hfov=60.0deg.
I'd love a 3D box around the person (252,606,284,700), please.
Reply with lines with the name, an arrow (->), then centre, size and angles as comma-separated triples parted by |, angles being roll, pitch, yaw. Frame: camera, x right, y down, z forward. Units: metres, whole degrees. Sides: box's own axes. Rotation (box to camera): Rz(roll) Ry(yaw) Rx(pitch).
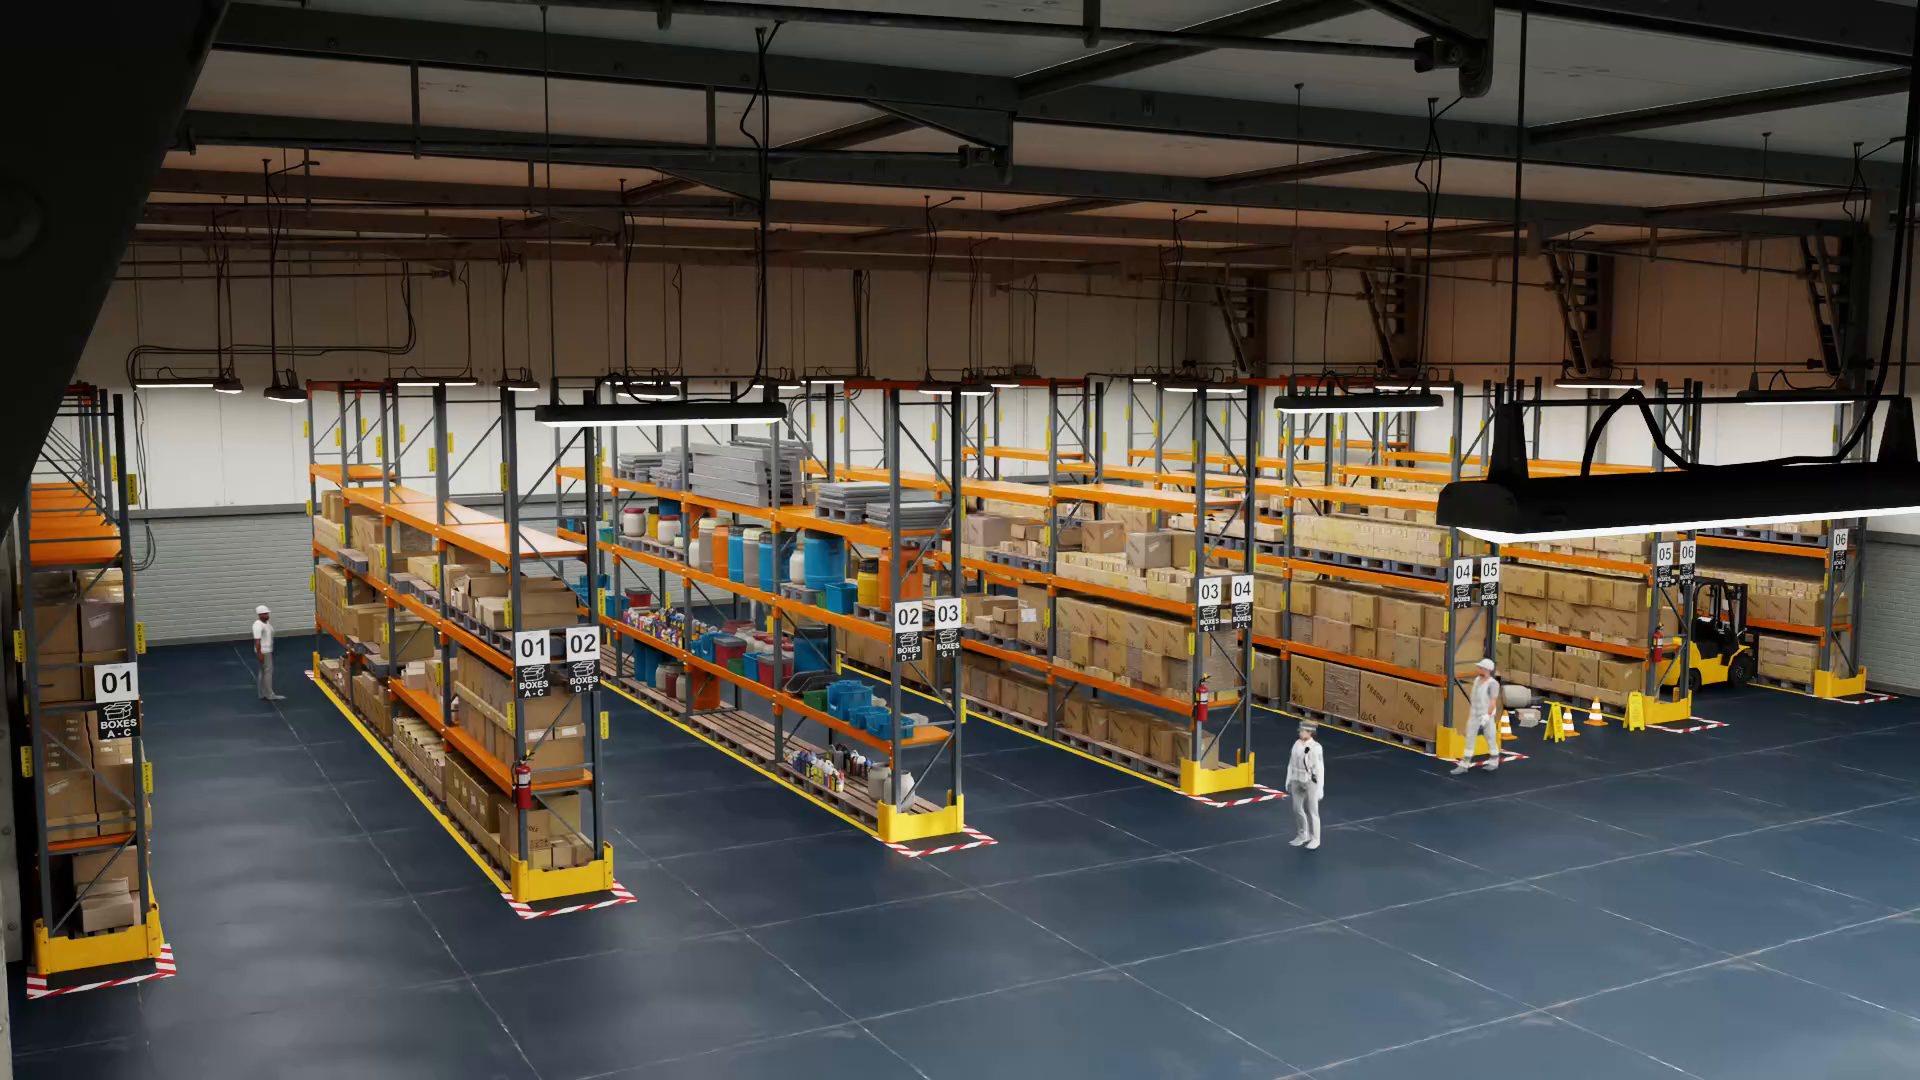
person -> -13.086, 2.114, 31.425 | 0.490, 1.768, 0.596 | -2, 7, -22

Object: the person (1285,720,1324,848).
person -> 4.507, 3.194, 21.743 | 0.363, 1.716, 0.582 | -5, 8, -41

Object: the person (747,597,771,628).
person -> -4.791, 1.263, 39.559 | 0.595, 1.747, 0.980 | 1, 6, 8

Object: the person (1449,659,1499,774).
person -> 8.011, 2.723, 25.631 | 0.843, 1.775, 0.565 | -4, 8, -36
